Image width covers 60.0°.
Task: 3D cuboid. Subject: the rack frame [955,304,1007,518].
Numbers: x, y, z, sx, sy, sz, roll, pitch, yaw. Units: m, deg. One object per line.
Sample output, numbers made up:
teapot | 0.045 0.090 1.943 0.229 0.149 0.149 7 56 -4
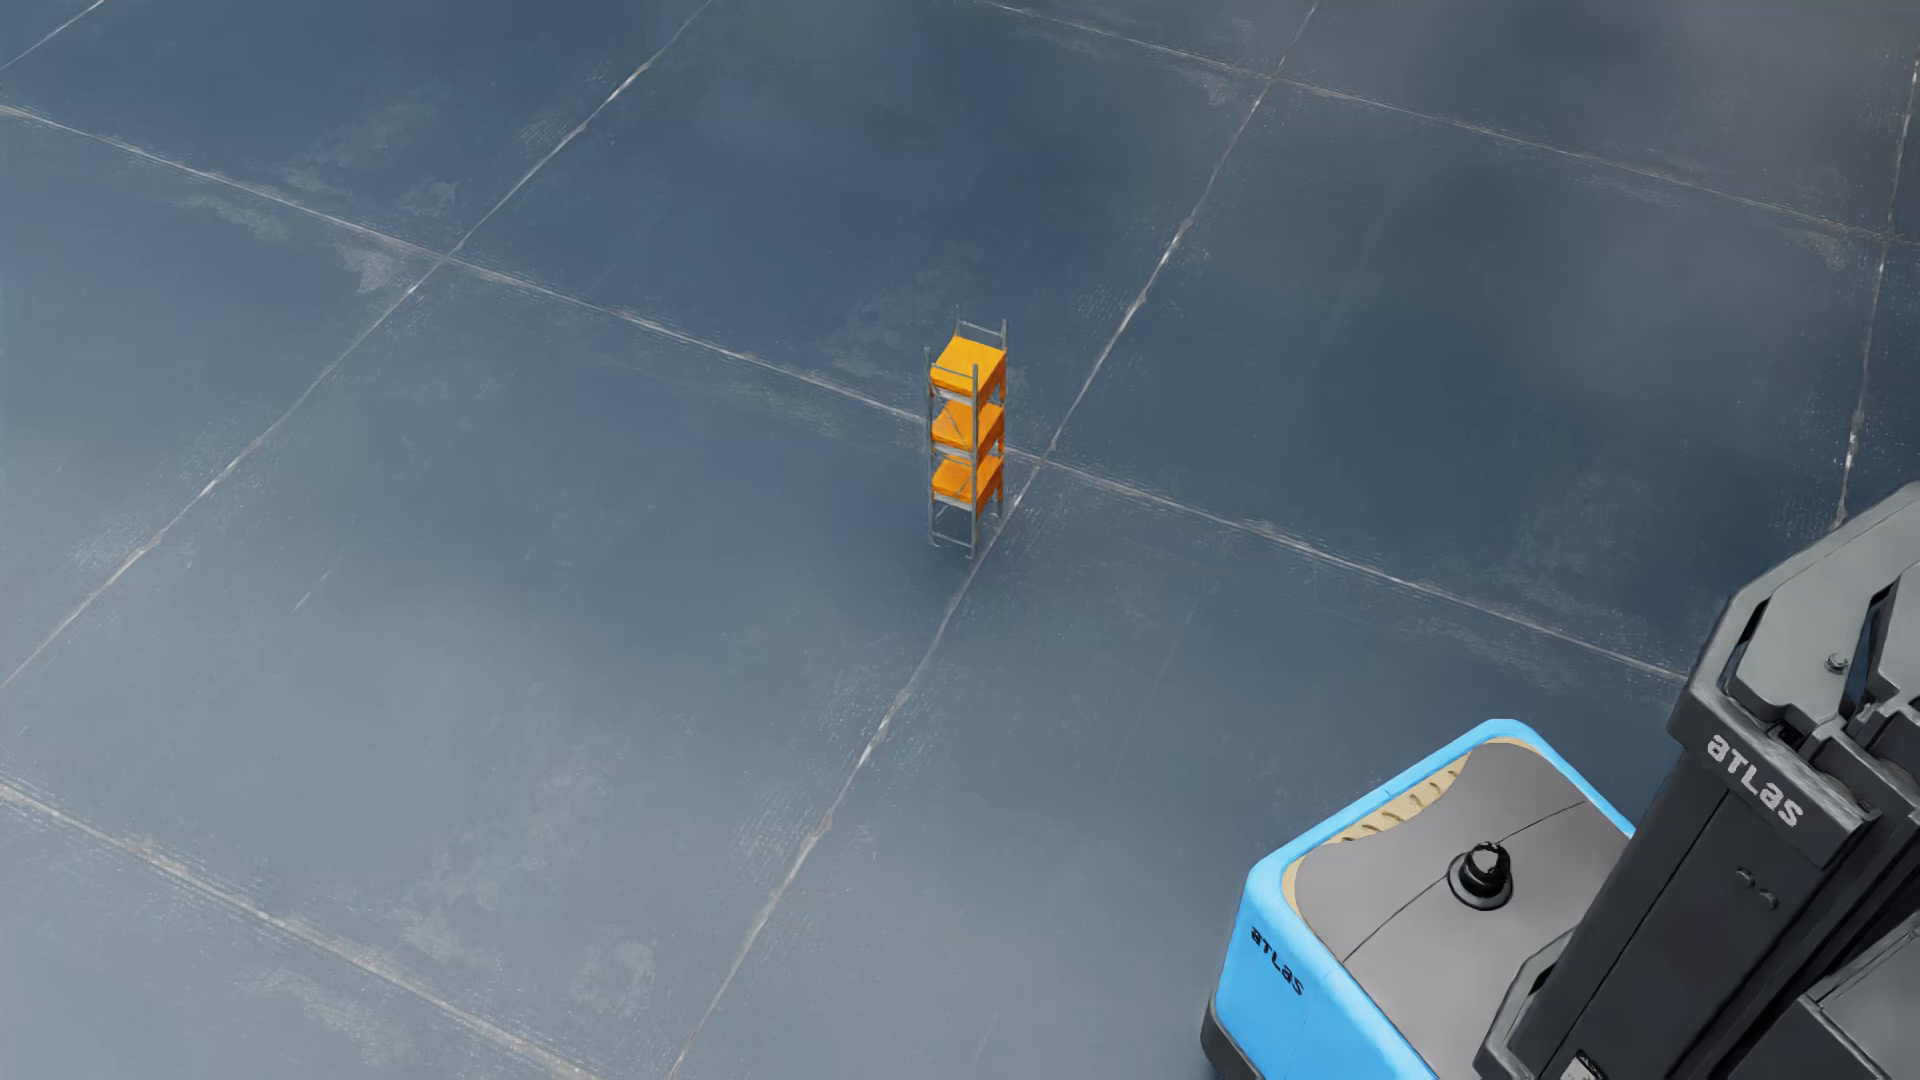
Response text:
rack frame | 0.075 -0.461 6.268 0.200 1.050 0.008 20 52 16

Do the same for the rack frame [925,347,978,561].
rack frame | -0.029 -0.293 6.125 0.200 1.050 0.008 20 52 16

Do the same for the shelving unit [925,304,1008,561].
shelving unit | 0.023 -0.377 6.197 0.215 1.050 0.252 20 52 16

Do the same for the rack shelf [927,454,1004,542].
rack shelf | 0.023 -0.190 6.416 0.215 0.259 0.240 20 52 16

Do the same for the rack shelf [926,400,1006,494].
rack shelf | 0.023 -0.370 6.205 0.215 0.259 0.240 20 52 16

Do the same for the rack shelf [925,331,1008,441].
rack shelf | 0.023 -0.554 5.989 0.215 0.259 0.240 20 52 16

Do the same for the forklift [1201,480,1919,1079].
forklift | 1.966 1.375 3.471 1.130 2.935 3.031 -26 54 -21
